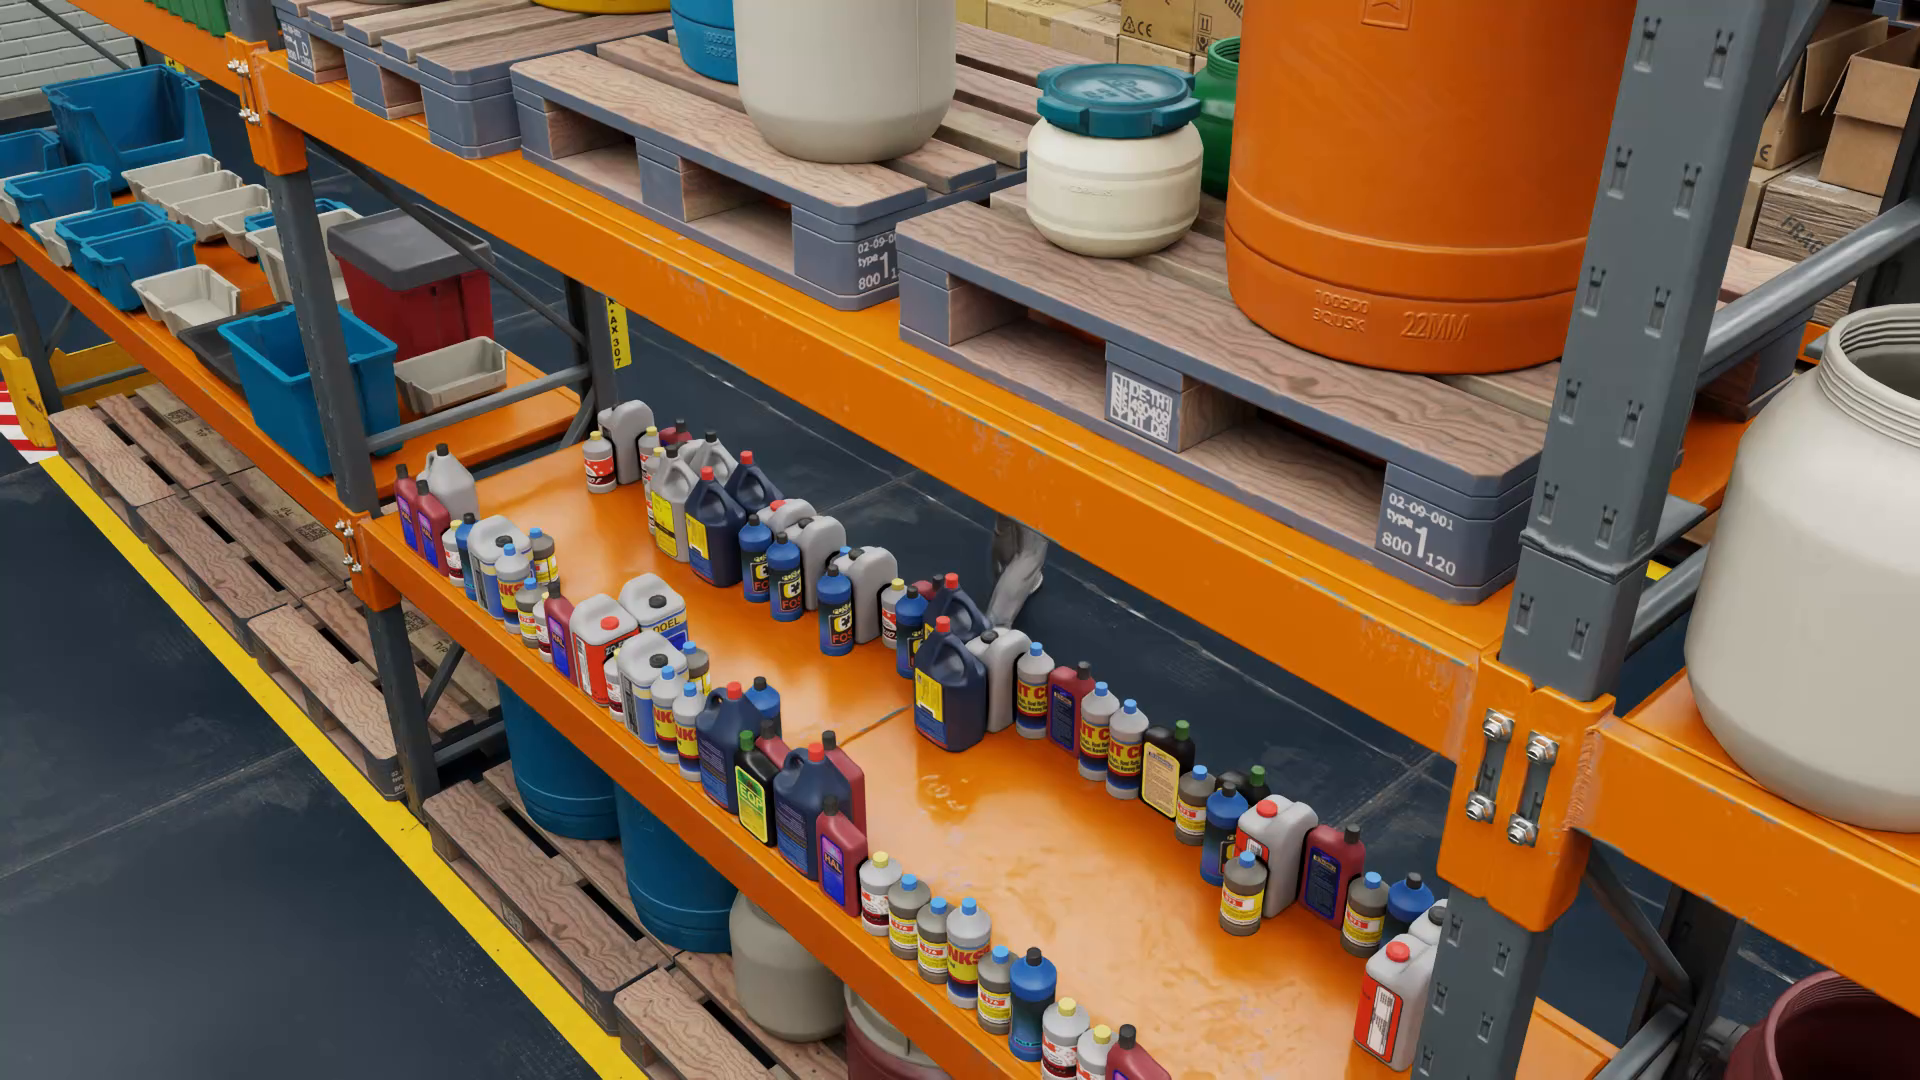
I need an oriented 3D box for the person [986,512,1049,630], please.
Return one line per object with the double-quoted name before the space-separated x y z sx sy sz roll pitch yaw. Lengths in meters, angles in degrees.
"person" 0.218 -0.321 6.634 0.502 1.665 0.762 24 39 33
